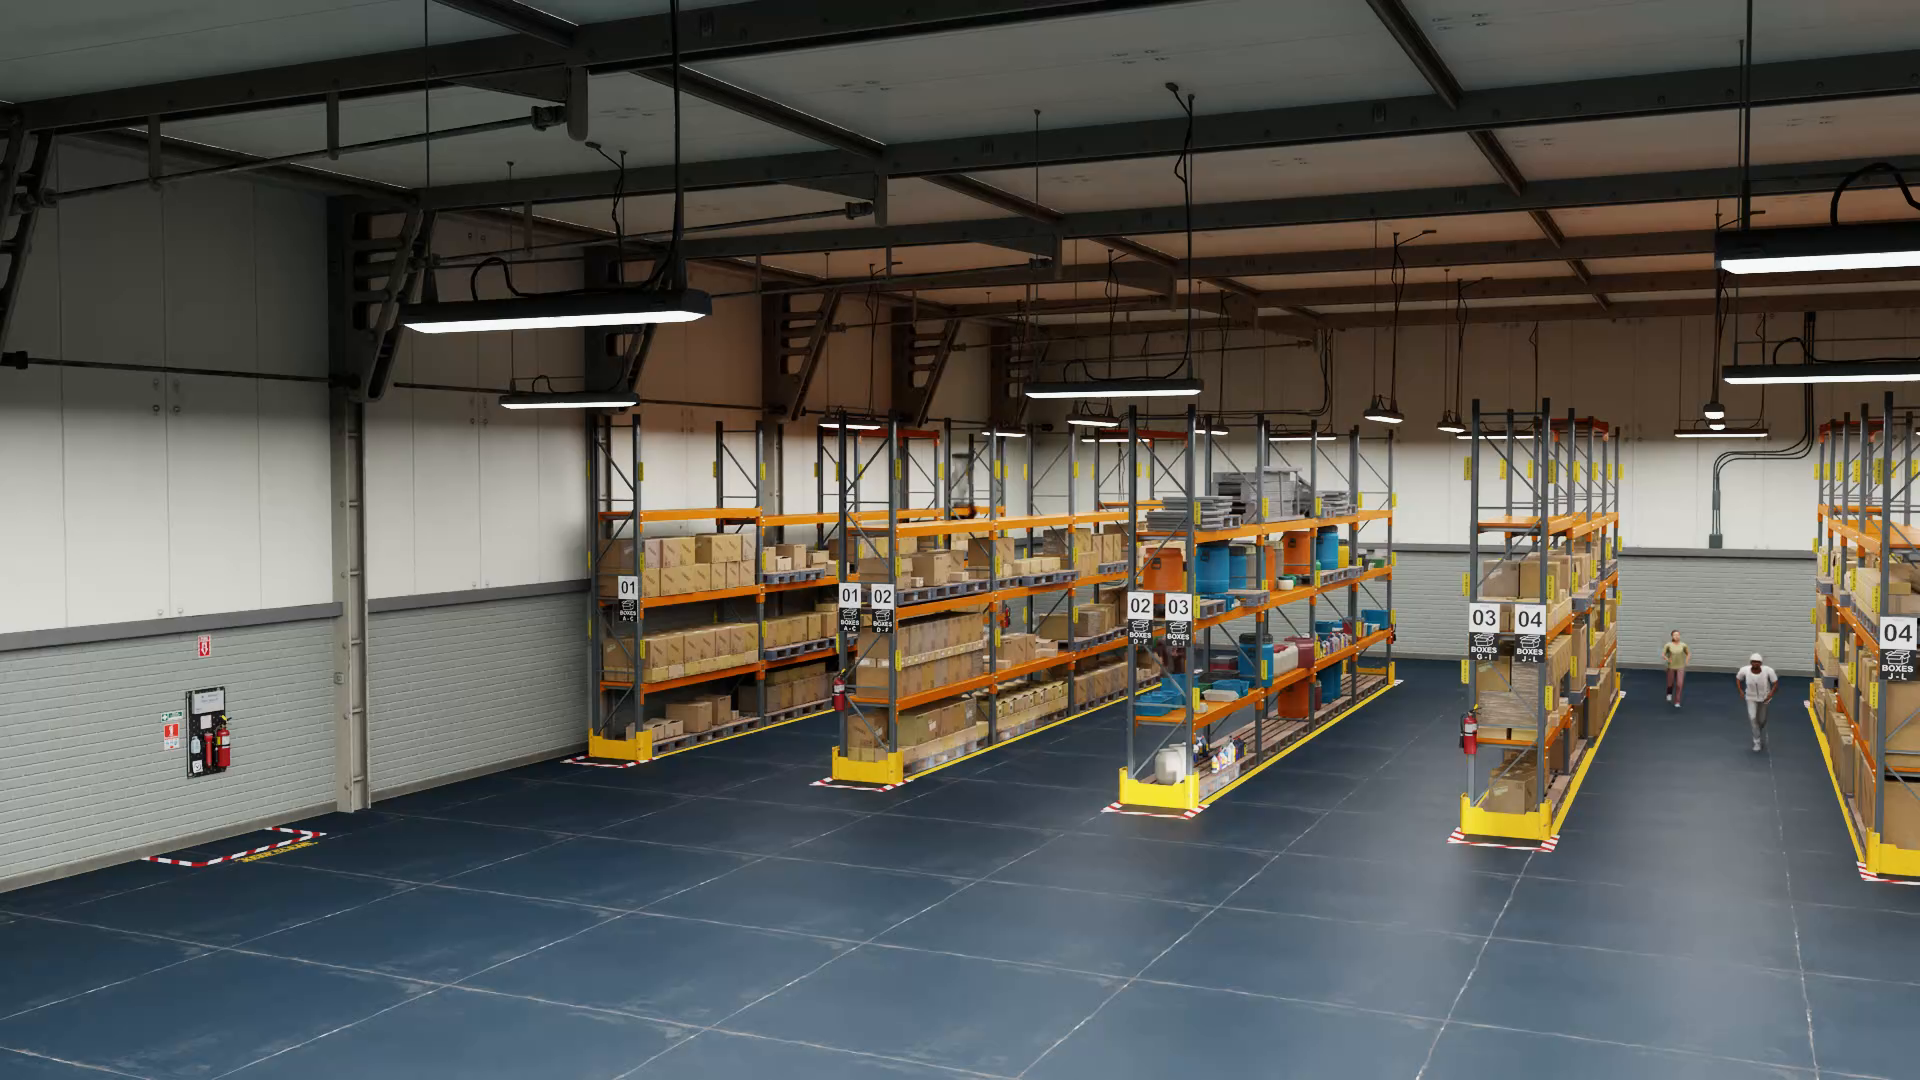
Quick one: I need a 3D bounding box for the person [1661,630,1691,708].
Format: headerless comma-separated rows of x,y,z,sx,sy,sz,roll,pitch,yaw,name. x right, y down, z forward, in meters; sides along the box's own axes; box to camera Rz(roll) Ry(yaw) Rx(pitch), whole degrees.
15.244,2.730,35.401,0.588,1.628,0.758,1,2,17,person

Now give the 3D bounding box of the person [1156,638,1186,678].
4.396,2.719,34.520,0.682,1.793,1.034,1,2,13,person

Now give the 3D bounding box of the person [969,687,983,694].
0.264,2.660,35.546,0.643,1.700,0.884,1,3,23,person

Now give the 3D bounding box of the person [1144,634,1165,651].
5.088,2.351,43.236,0.683,1.770,0.711,-2,3,-42,person

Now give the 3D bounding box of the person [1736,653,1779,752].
14.443,2.911,30.138,0.699,1.752,1.065,1,3,23,person
